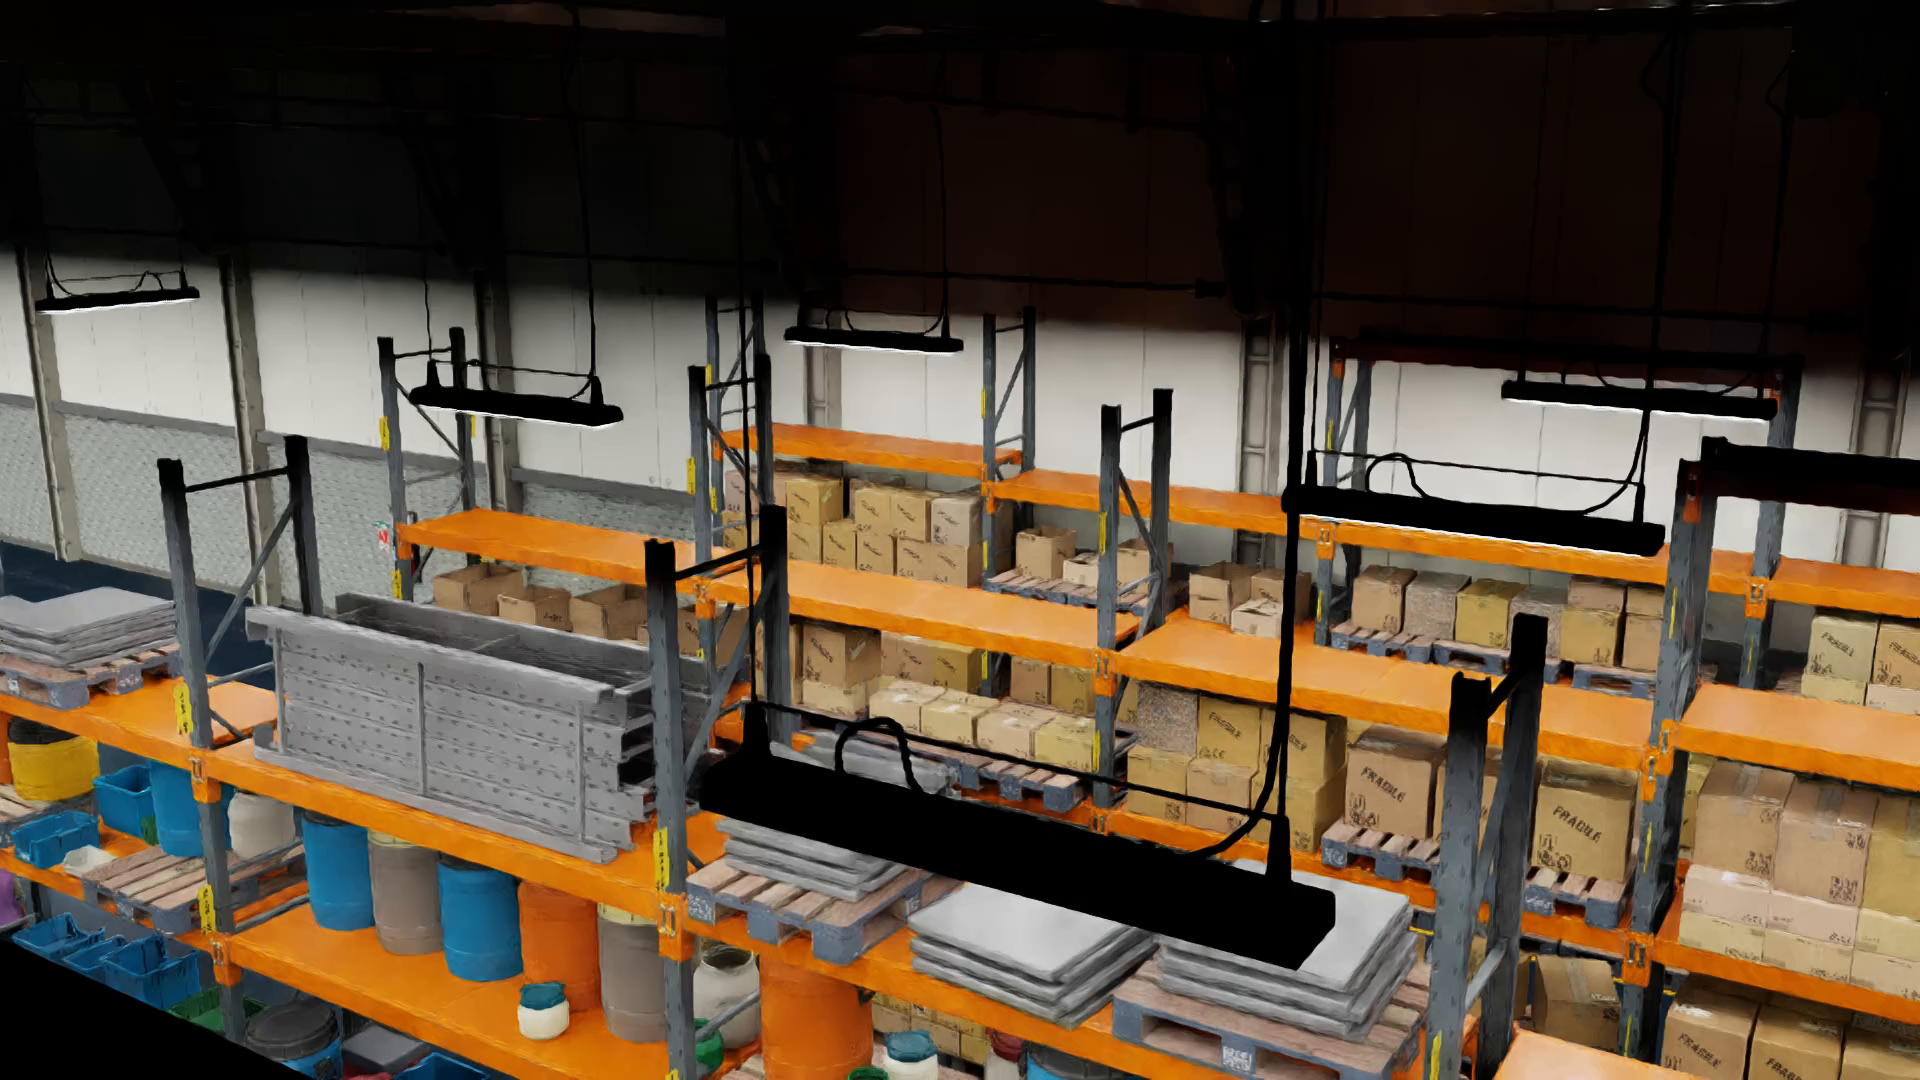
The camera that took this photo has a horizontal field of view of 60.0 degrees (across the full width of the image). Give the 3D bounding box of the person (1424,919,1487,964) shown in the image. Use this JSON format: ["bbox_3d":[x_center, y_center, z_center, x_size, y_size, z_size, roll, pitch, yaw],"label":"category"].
[{"bbox_3d":[4.703,3.496,15.694,1.075,1.585,0.498,8,16,29],"label":"person"}]

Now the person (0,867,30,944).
[{"bbox_3d":[-8.976,3.565,15.570,0.958,1.529,0.410,12,18,40],"label":"person"}]
